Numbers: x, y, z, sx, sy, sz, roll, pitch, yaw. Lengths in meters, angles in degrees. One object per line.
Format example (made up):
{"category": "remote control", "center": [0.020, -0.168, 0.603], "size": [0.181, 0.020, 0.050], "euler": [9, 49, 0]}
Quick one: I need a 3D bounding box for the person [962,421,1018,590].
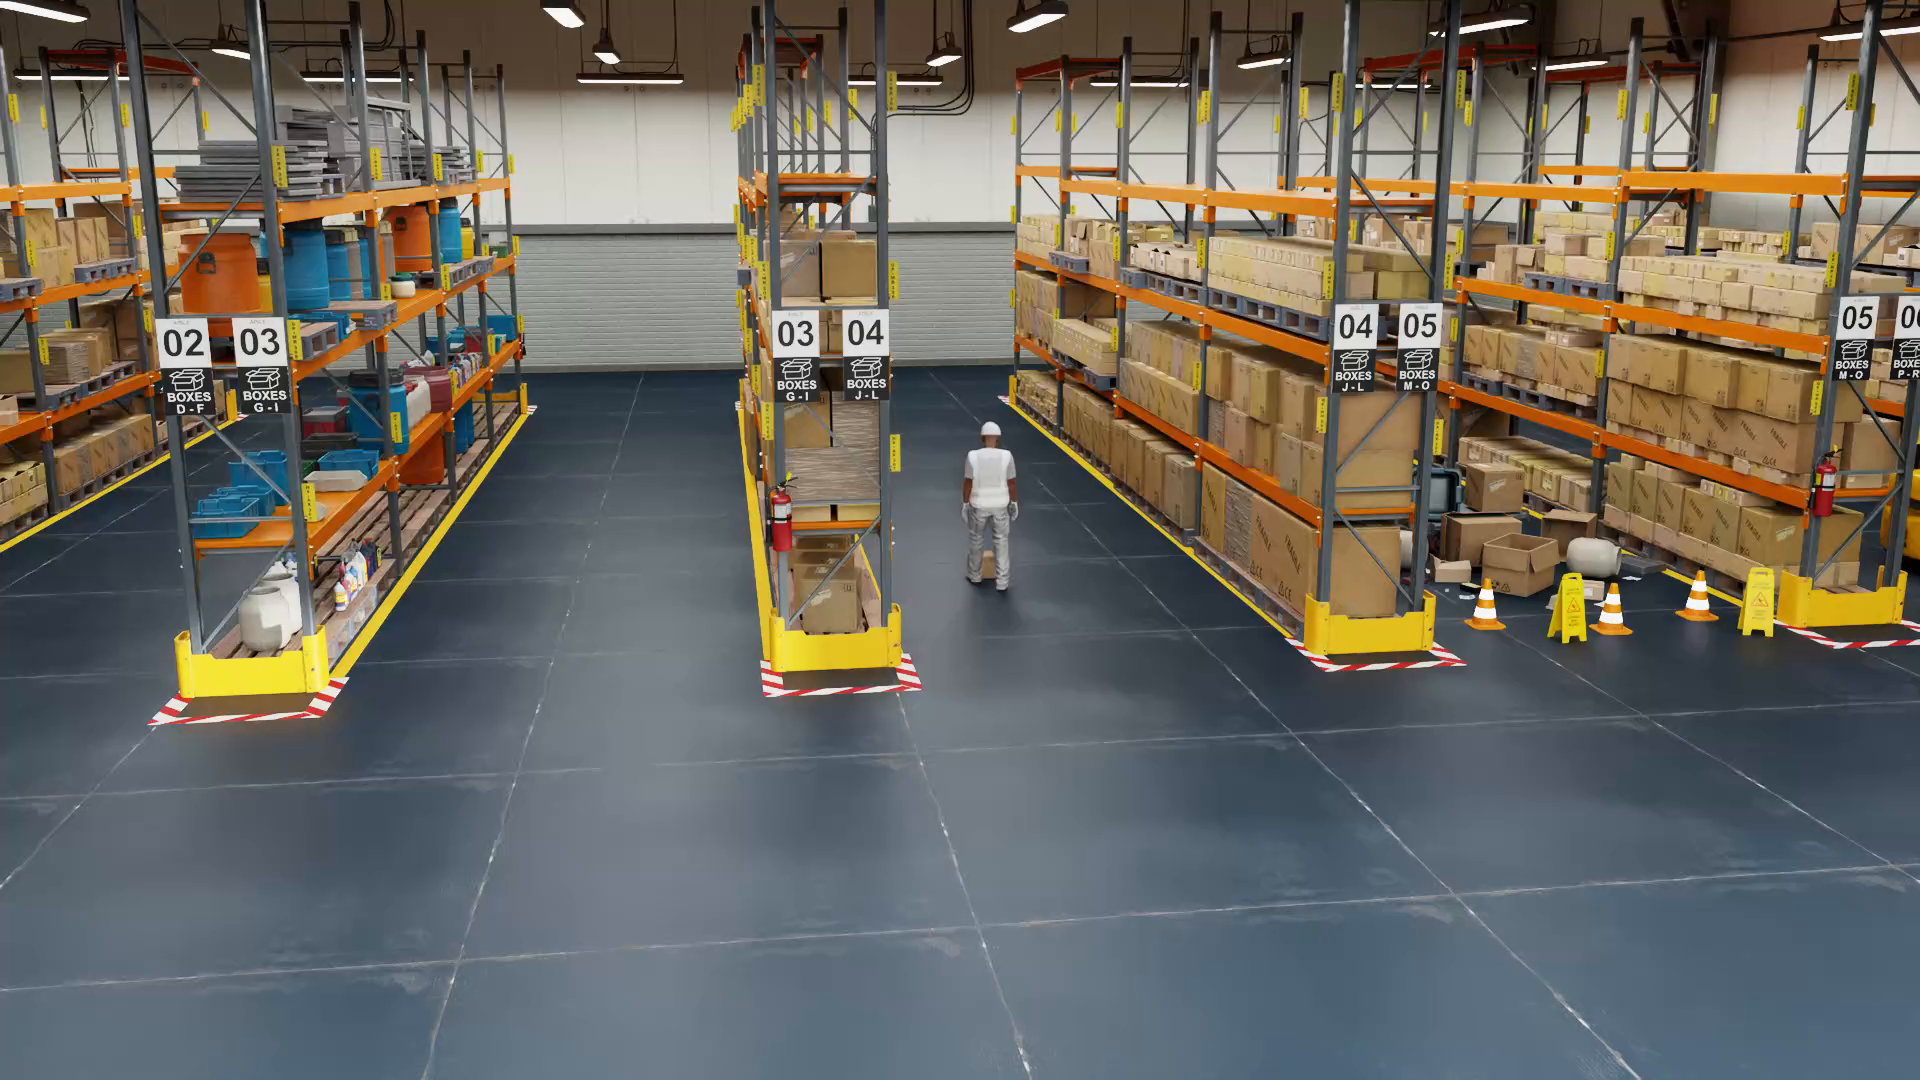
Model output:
{"category": "person", "center": [0.313, -0.385, 17.593], "size": [0.590, 1.780, 0.691], "euler": [0, 13, -2]}
